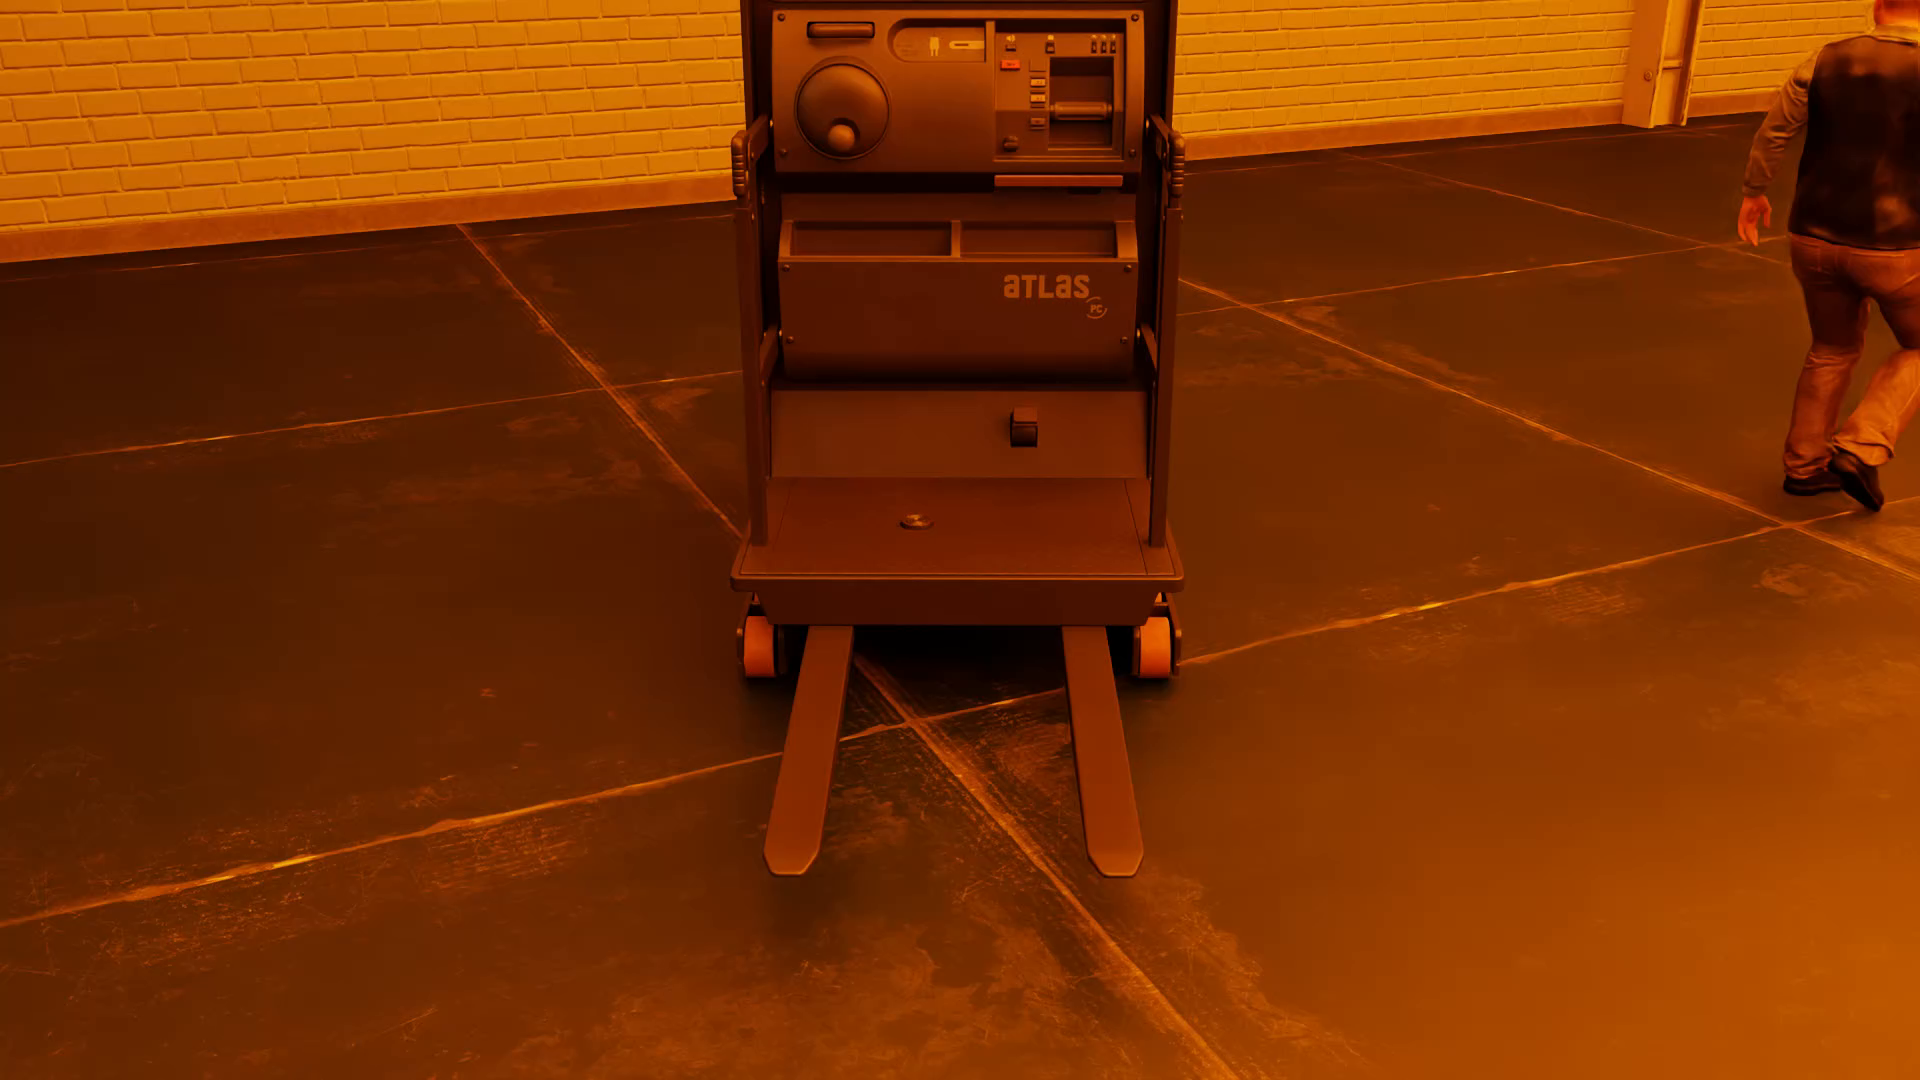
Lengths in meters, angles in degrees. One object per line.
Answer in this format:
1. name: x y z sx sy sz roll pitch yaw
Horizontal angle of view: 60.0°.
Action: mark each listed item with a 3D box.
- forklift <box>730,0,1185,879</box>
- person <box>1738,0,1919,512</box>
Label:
1. forklift: -0.004 -1.114 3.969 1.130 2.935 3.031 0 23 0
2. person: 2.801 -0.940 5.181 0.481 1.688 0.760 -13 26 -28
